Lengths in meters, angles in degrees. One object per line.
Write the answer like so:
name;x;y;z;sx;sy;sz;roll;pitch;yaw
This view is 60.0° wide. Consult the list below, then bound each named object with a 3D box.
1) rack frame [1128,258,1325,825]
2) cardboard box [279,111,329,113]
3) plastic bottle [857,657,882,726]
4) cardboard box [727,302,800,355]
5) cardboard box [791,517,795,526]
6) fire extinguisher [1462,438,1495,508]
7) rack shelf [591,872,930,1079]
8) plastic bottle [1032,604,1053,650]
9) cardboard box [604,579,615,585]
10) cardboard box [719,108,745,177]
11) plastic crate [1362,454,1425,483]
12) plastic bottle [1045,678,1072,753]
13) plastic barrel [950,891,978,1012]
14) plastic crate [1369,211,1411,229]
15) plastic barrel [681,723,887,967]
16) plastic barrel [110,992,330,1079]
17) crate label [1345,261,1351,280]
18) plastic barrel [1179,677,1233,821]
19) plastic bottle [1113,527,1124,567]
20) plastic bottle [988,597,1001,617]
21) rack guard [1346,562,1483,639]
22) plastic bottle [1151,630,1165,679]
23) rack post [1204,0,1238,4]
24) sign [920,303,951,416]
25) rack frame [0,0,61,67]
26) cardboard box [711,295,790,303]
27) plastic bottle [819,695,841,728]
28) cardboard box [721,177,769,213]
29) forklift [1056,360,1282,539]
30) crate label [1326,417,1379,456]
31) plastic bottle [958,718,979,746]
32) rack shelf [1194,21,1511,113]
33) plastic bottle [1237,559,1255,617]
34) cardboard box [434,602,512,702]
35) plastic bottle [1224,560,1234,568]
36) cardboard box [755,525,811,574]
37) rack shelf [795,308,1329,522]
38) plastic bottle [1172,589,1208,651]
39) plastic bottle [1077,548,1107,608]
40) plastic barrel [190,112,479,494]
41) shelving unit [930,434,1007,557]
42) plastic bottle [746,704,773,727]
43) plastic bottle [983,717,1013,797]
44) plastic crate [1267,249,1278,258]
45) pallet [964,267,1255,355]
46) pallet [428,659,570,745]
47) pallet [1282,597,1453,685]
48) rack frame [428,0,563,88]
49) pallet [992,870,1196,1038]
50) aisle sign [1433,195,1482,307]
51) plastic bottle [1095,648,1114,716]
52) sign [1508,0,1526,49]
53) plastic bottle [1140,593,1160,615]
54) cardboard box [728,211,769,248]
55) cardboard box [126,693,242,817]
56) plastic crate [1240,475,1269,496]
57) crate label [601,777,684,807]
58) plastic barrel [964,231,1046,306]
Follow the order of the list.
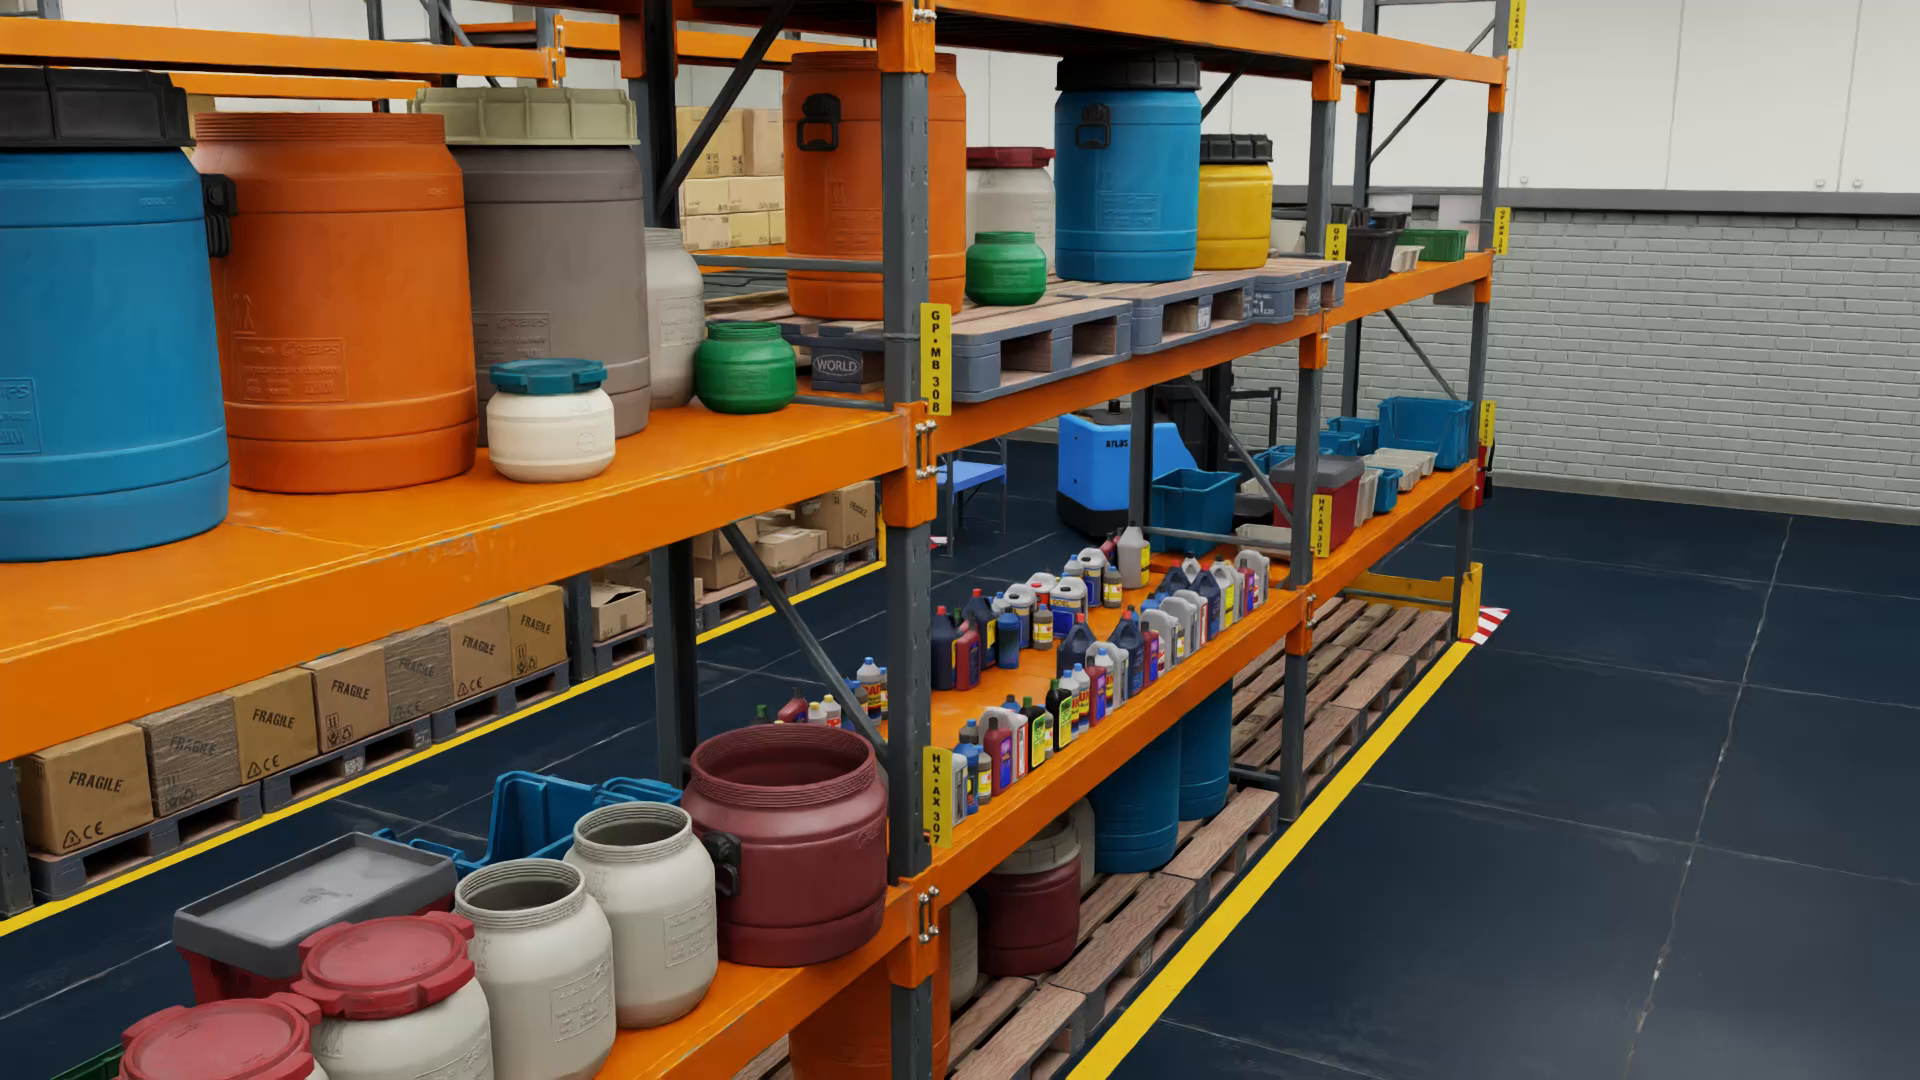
rack frame;1.378;-0.001;8.855;1.000;3.000;0.127;7;15;28
cardboard box;-5.972;-3.557;14.813;0.500;0.500;0.500;7;15;26
plastic bottle;-0.362;0.602;6.628;0.097;0.271;0.097;0;14;0
cardboard box;-1.487;-1.585;13.080;0.500;0.500;0.500;8;16;30
cardboard box;-1.646;-0.122;14.463;0.380;0.166;0.250;7;15;28
fire extinguisher;3.783;-0.583;12.227;0.296;0.674;0.183;7;15;28
rack shelf;-1.522;1.579;3.833;1.077;0.370;4.000;7;15;28
plastic bottle;0.380;0.395;7.636;0.097;0.201;0.097;0;14;0
cardboard box;-2.800;0.376;12.434;0.380;0.149;0.250;7;15;28
cardboard box;-2.043;-2.970;12.422;0.700;0.500;0.500;7;15;28
plastic crate;2.924;-0.477;11.264;0.396;0.136;0.243;7;15;28
plastic bottle;0.377;0.659;6.364;0.061;0.283;0.133;7;15;28
plastic barrel;-0.139;1.596;6.640;0.421;0.512;0.421;0;14;0
plastic crate;2.882;-2.169;11.726;0.497;0.269;0.590;7;15;28
plastic barrel;-0.514;0.883;4.898;0.600;0.536;0.708;7;15;28
plastic barrel;-1.480;1.252;3.367;0.433;0.535;0.433;0;14;0
crate label;1.868;-1.399;8.815;0.293;0.136;0.466;7;15;28
plastic barrel;1.101;0.924;8.597;0.600;0.901;0.708;7;15;28
plastic bottle;0.828;0.082;8.757;0.061;0.283;0.133;7;15;28
plastic bottle;0.134;0.391;7.501;0.097;0.271;0.097;0;14;0
rack guard;3.312;0.387;12.579;1.175;0.500;0.348;7;15;28
plastic bottle;0.841;0.493;7.228;0.097;0.201;0.097;0;14;0
rack post;0.511;-2.245;6.428;0.937;0.300;0.954;9;16;34
sign;-0.070;-0.527;4.859;0.100;0.325;0.005;7;15;28
rack frame;-7.294;-4.040;12.808;1.000;3.000;0.127;7;15;28
cardboard box;-1.714;-1.749;13.759;0.500;0.500;0.500;8;15;29
plastic bottle;-0.503;0.696;6.388;0.097;0.201;0.097;0;14;0
cardboard box;-1.770;-2.570;12.363;0.500;0.250;0.500;7;15;28
forklift;2.497;-1.599;15.629;3.031;2.935;1.130;-4;14;-16
crate label;2.905;-0.756;12.216;0.416;0.233;0.303;7;15;28
plastic bottle;0.042;0.759;6.127;0.097;0.201;0.097;0;14;0
rack shelf;2.345;-2.784;9.985;1.077;0.370;4.000;7;15;28
plastic bottle;1.399;0.226;8.163;0.061;0.283;0.133;7;15;28
cardboard box;-3.190;0.672;10.456;0.500;0.500;0.500;7;15;28
plastic bottle;1.353;0.202;8.434;0.097;0.201;0.097;0;14;0
cardboard box;-1.555;0.070;13.488;0.500;0.250;0.500;7;15;28
rack shelf;0.412;-0.699;6.886;1.077;0.370;4.000;7;15;28
plastic bottle;1.050;0.355;7.642;0.152;0.276;0.135;7;15;28
plastic bottle;0.644;0.186;8.344;0.152;0.276;0.135;7;15;28
plastic barrel;-1.458;-0.570;3.896;0.600;0.830;0.708;7;15;28
shelving unit;-0.041;-0.712;15.002;0.538;1.500;1.048;7;15;28
plastic bottle;-0.733;0.745;6.010;0.061;0.283;0.133;7;15;28
plastic bottle;0.136;0.762;5.939;0.061;0.283;0.133;7;15;28
plastic crate;1.660;-1.635;9.796;0.293;0.136;0.466;7;15;28
pallet;0.539;-0.963;6.846;1.003;0.211;1.213;7;15;28
pallet;-3.316;0.964;10.803;1.003;0.211;1.213;7;15;28
pallet;2.879;0.698;11.902;1.003;0.211;1.213;7;15;28
rack frame;-2.956;-3.480;10.483;1.000;3.000;0.127;7;15;28
pallet;0.380;1.759;7.503;1.003;0.211;1.213;7;15;28
aisle sign;3.603;-2.067;11.878;0.394;0.787;0.004;7;15;28
plastic bottle;0.575;0.572;6.751;0.097;0.271;0.097;0;14;0
sign;3.802;-3.523;11.349;0.100;0.325;0.005;7;15;28
plastic bottle;0.867;0.374;7.571;0.097;0.271;0.097;0;14;0
cardboard box;-1.777;-2.328;12.425;0.500;0.250;0.500;7;15;28
cardboard box;-4.171;1.090;8.725;0.500;0.500;0.500;7;15;26
plastic crate;1.957;-0.294;10.502;0.293;0.136;0.466;7;15;28
crate label;-1.087;0.945;5.288;0.303;0.233;0.416;7;15;28
plastic barrel;0.158;-0.959;5.862;0.294;0.245;0.294;0;14;0
